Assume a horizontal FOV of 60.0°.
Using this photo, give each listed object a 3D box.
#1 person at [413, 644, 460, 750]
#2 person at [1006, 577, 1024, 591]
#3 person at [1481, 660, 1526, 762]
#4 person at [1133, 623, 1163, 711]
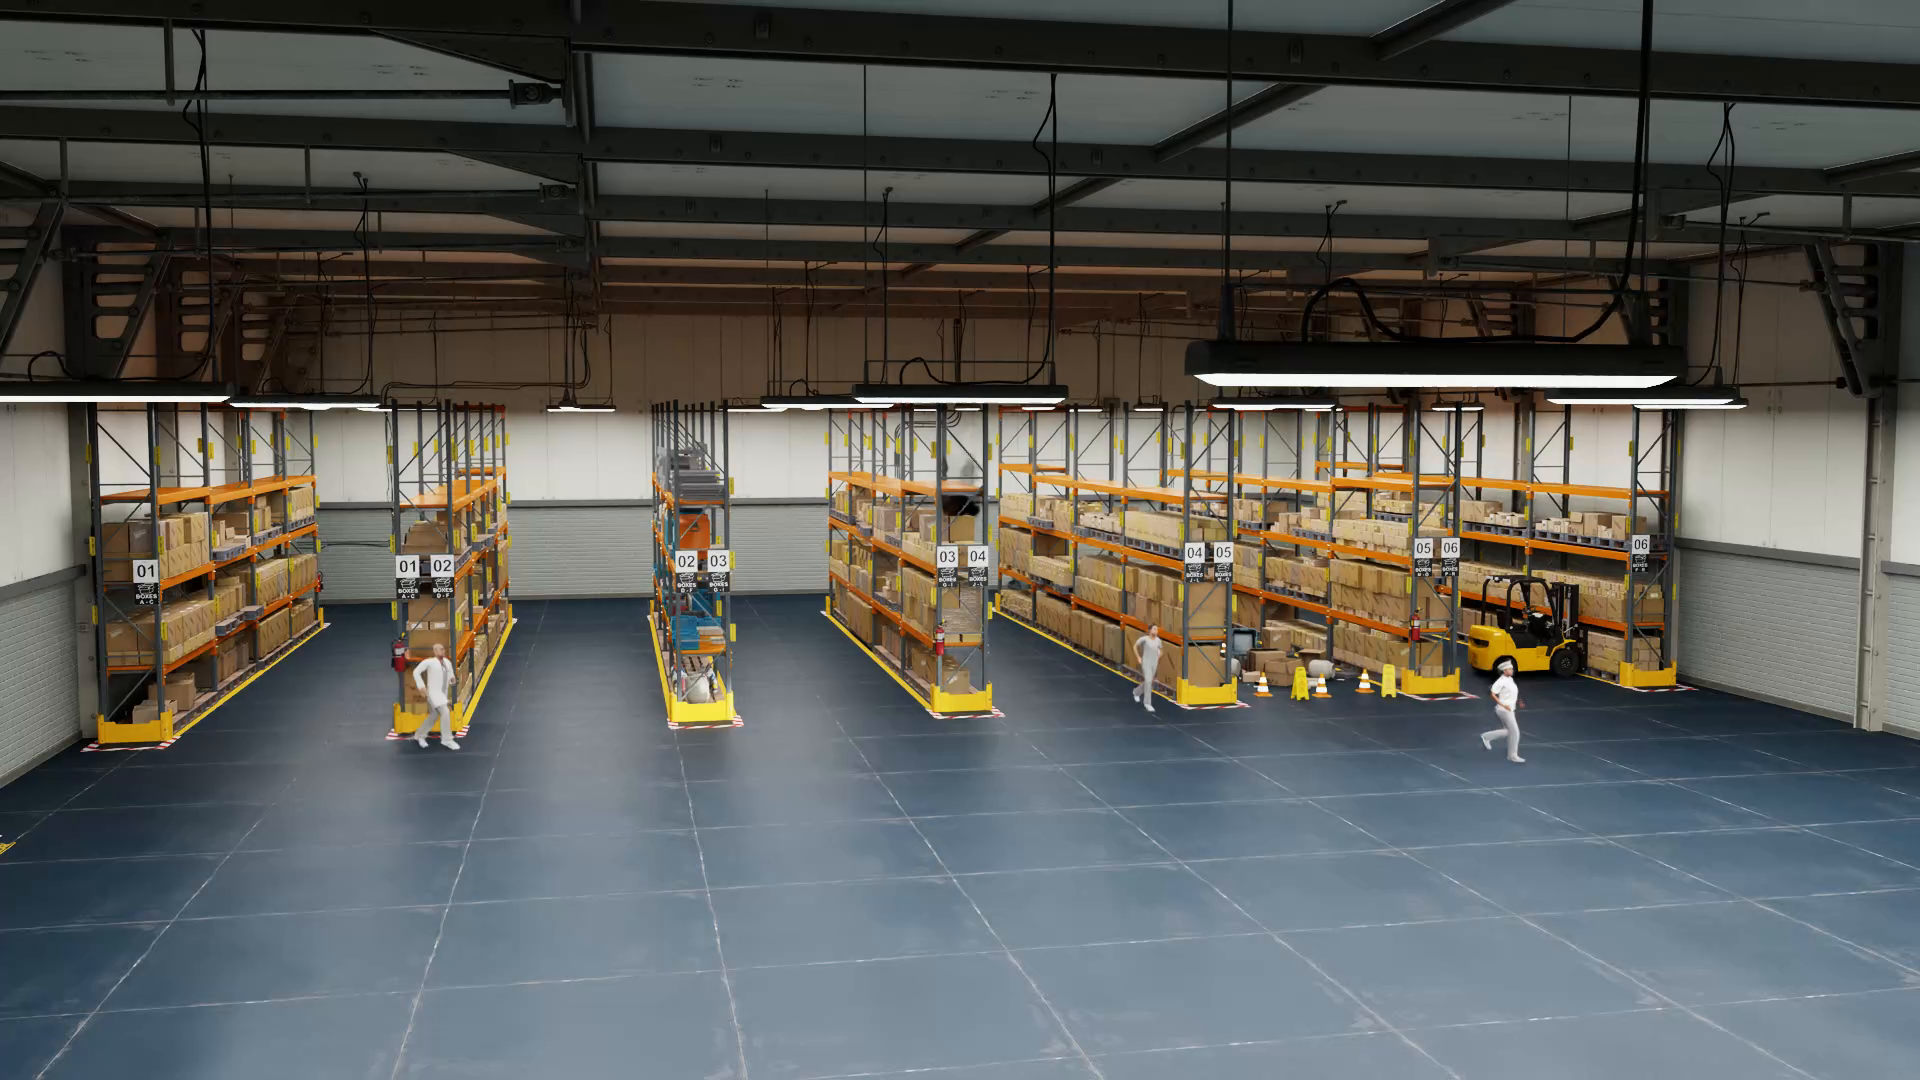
[{"bbox_3d":[-8.899,2.656,28.509,0.961,1.767,0.683,2,5,20],"label":"person"},{"bbox_3d":[1.760,1.093,50.057,0.719,1.810,0.685,-1,4,-14],"label":"person"},{"bbox_3d":[9.001,2.819,27.574,0.759,1.675,0.577,3,5,33],"label":"person"},{"bbox_3d":[3.706,2.455,32.559,0.593,1.668,0.886,-2,5,-25],"label":"person"}]
